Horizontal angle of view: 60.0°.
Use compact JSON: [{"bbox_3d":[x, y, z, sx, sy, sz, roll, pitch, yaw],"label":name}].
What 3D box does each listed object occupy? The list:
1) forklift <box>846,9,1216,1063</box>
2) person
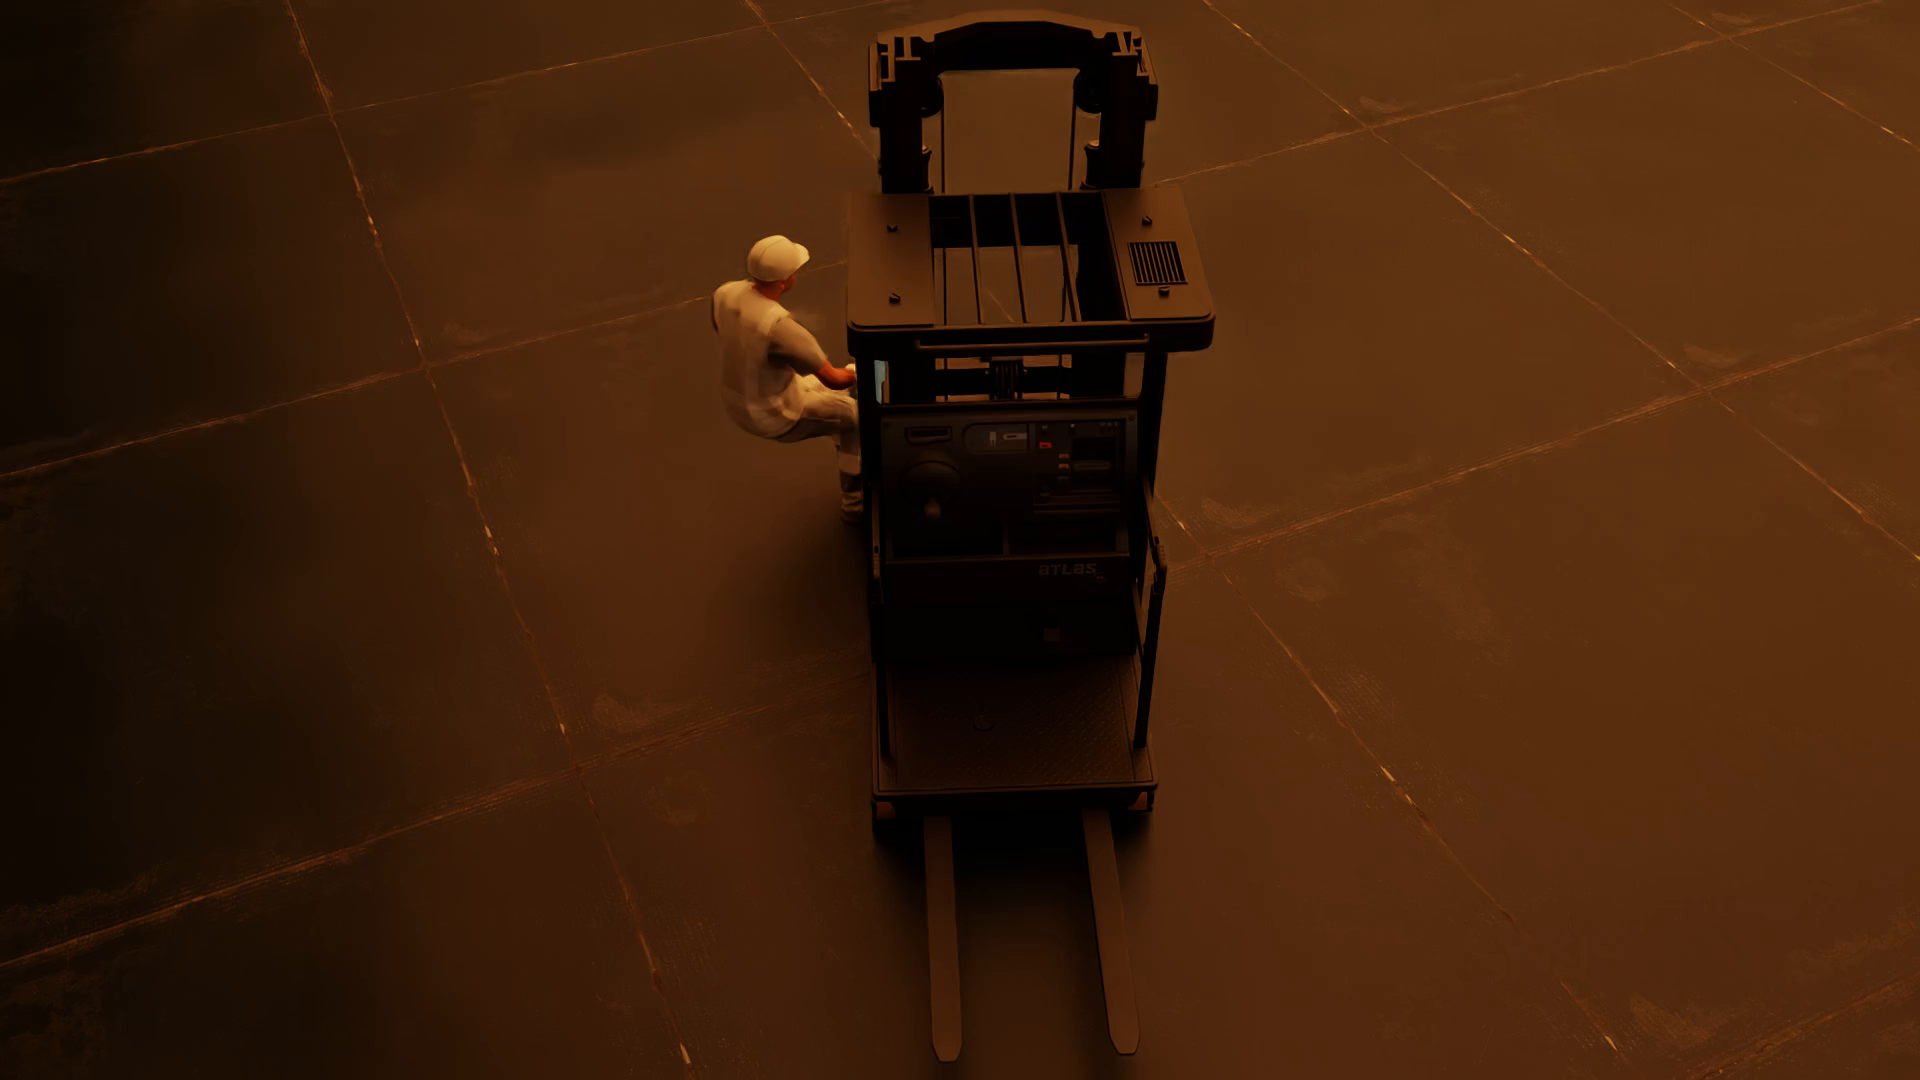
[{"bbox_3d":[0.191,-0.187,5.881,1.130,2.935,3.031,-2,43,-2],"label":"forklift"},{"bbox_3d":[-0.654,-0.765,7.575,0.898,1.566,0.787,-33,52,-31],"label":"person"}]
